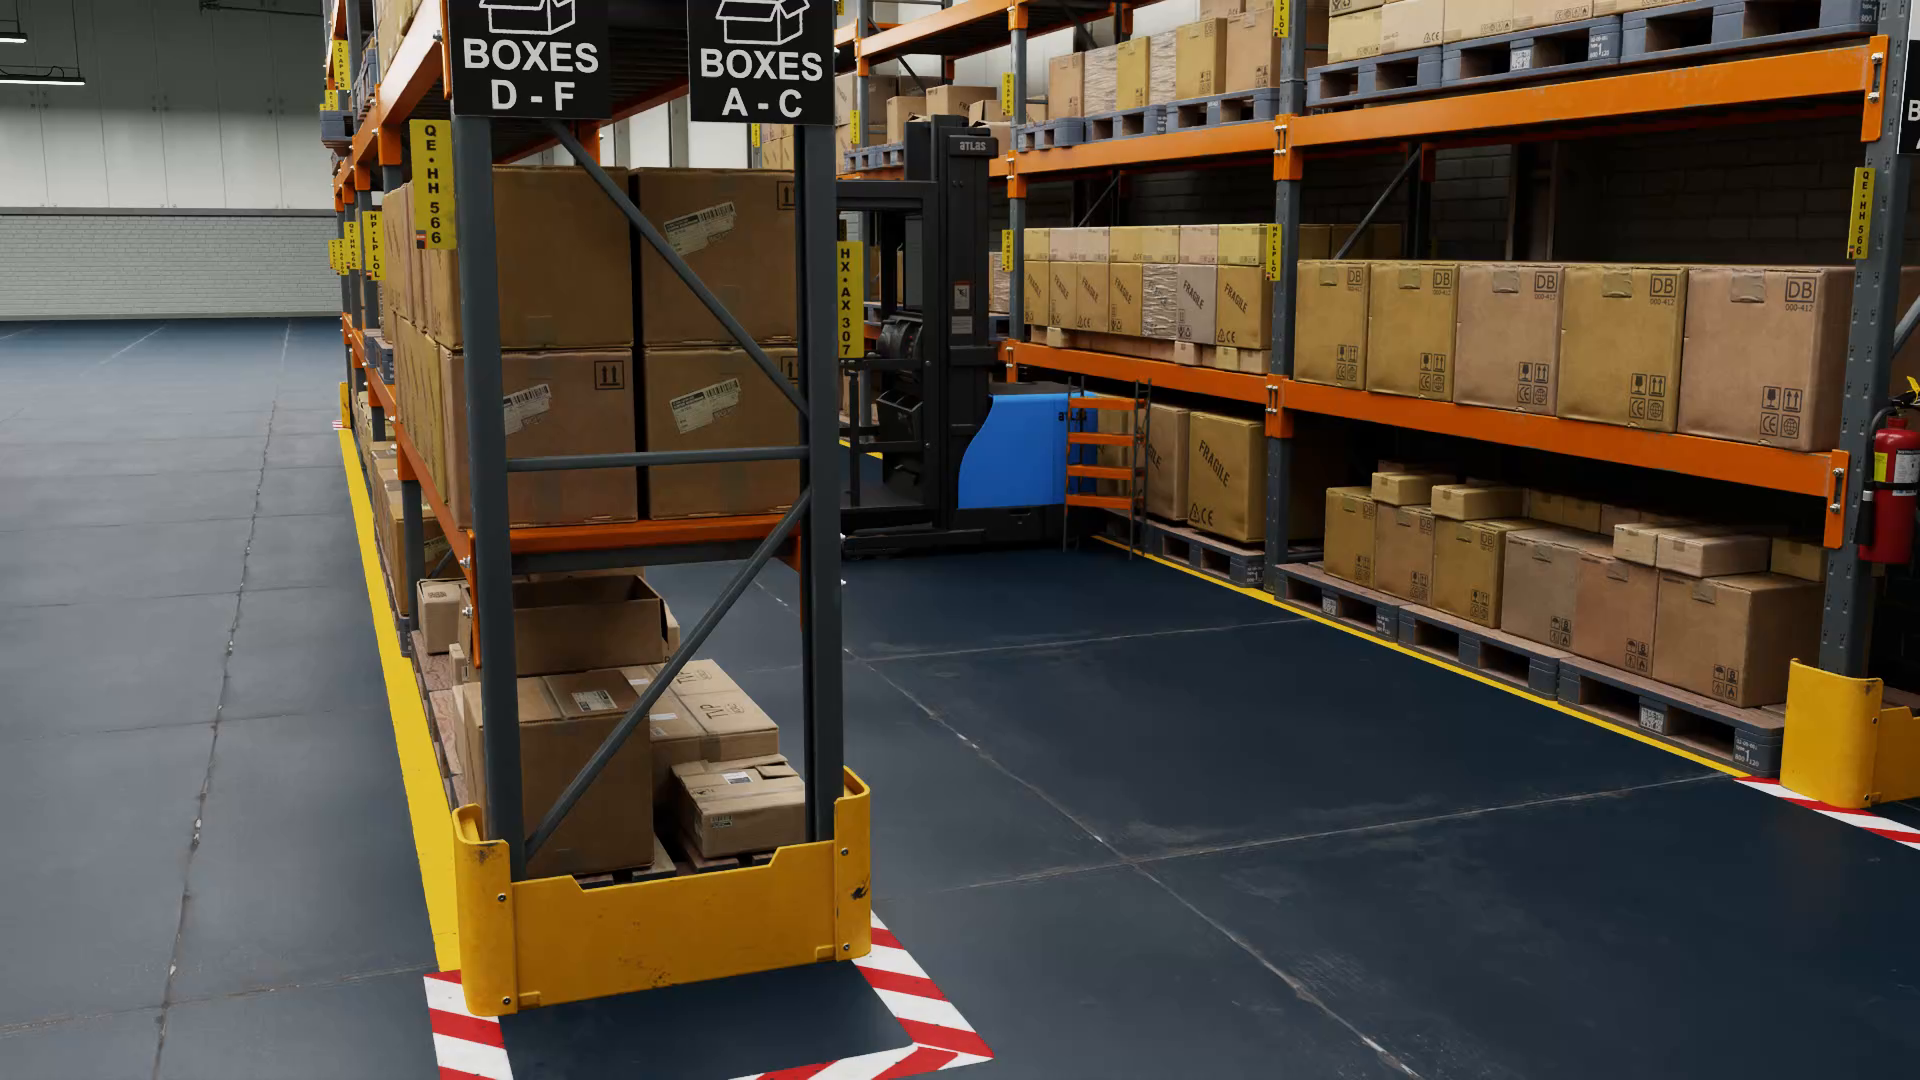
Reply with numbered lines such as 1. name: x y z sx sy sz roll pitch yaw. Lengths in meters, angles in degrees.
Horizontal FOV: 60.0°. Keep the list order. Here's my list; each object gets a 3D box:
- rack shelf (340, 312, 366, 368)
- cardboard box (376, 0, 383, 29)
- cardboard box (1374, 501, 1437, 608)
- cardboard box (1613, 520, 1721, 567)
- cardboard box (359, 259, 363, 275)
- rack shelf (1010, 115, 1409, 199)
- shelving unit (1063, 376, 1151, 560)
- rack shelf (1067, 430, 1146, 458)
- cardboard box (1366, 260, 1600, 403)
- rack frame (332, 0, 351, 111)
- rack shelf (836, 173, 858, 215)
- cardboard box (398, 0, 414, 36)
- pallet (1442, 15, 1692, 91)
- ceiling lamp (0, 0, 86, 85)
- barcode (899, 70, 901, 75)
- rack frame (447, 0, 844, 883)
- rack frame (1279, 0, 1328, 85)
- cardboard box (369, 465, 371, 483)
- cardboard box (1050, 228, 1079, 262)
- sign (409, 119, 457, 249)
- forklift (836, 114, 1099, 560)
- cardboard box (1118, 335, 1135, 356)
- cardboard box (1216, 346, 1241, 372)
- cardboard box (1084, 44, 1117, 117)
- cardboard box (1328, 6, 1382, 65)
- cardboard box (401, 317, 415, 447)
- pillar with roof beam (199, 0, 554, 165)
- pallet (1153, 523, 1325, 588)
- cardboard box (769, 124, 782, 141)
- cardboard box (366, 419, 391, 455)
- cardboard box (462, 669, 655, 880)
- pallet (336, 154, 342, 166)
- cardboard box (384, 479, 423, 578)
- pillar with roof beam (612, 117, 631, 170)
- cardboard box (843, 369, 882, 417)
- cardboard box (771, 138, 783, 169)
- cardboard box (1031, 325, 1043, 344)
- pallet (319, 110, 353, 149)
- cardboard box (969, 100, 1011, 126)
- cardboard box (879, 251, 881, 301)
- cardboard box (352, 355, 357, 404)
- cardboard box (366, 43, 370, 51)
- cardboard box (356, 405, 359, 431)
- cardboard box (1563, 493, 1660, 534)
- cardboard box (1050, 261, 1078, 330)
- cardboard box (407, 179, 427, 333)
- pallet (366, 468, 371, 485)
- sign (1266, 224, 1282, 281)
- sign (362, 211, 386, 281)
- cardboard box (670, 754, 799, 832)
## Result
1. rack shelf: -5.900 -2.148 17.486 1.077 0.370 4.000 -4 11 -21
2. cardboard box: -2.331 -2.424 7.418 0.500 0.250 0.500 -4 11 -21
3. cardboard box: 2.694 0.050 9.014 0.700 0.500 0.500 -4 11 -21
4. cardboard box: 3.132 0.013 7.366 0.380 0.149 0.250 -4 11 -19
5. cardboard box: -5.473 -2.575 15.695 0.380 0.149 0.250 -4 11 -21
6. rack shelf: 1.615 -2.634 11.653 1.077 0.370 4.000 -4 11 -21
7. shelving unit: 0.994 -0.498 11.259 0.503 1.200 0.258 5 9 28
8. rack shelf: 0.998 -0.653 11.237 0.480 0.148 0.258 5 9 28
9. cardboard box: 2.780 -1.124 8.816 0.980 0.700 0.700 -4 11 -22
10. rack frame: -5.175 -5.130 15.062 1.000 3.000 0.127 -4 11 -21
11. rack shelf: -1.284 -3.940 18.994 1.077 0.370 4.000 -4 11 -21
12. cardboard box: -1.623 -1.850 5.621 0.500 0.250 0.500 -4 11 -21
13. pallet: 3.065 -2.285 7.890 1.003 0.211 1.213 -4 11 -21
14. ceiling lamp: -21.885 -12.397 39.253 2.000 3.185 0.800 -4 11 -21
15. barcode: -0.662 -5.157 18.358 0.001 0.075 0.075 -4 11 -21
16. rack frame: -0.827 -0.217 4.576 1.000 3.000 0.127 -4 11 -21
17. rack frame: 2.339 -4.139 9.492 1.000 3.000 0.127 -4 11 -21
18. cardboard box: -4.513 -0.613 13.451 0.500 0.250 0.500 -4 11 -20
19. cardboard box: 1.010 -2.235 12.584 0.500 0.250 0.500 -4 11 -22
20. sign: -1.351 -0.911 4.267 0.100 0.325 0.005 -4 11 -21
21. forklift: -0.598 -1.410 11.476 3.031 2.935 1.130 -3 11 -17
22. cardboard box: 1.359 -1.406 11.920 0.380 0.149 0.250 -4 11 -21
23. cardboard box: 1.840 -1.148 10.470 0.380 0.149 0.250 -4 11 -20
24. cardboard box: 1.360 -3.422 12.486 0.700 0.500 0.500 -5 11 -24
25. cardboard box: 2.344 -2.715 8.994 0.500 0.250 0.500 -4 11 -21
26. cardboard box: -1.978 -0.654 6.744 0.500 0.500 0.500 -4 11 -21
27. pillar with roof beam: -15.833 -10.662 46.163 9.100 9.000 0.548 -4 11 -21
28. pallet: 1.990 0.067 10.943 1.003 0.211 1.213 -4 11 -21
29. cardboard box: -1.961 -5.009 19.750 0.500 0.500 0.500 -4 11 -22
30. cardboard box: -4.339 -0.806 12.939 0.500 0.311 0.500 -4 11 -22
31. cardboard box: -1.253 0.724 5.167 0.500 0.500 0.500 -4 11 -21
32. pallet: -5.508 -3.747 16.106 1.003 0.211 1.213 -4 11 -21
33. cardboard box: -3.075 -0.081 9.694 0.500 0.500 0.500 -4 11 -20
34. pillar with roof beam: -11.484 -8.703 35.151 9.100 9.000 0.548 -4 11 -21
35. cardboard box: -0.973 -1.644 18.477 0.500 0.500 0.500 -5 11 -25
36. cardboard box: -1.959 -4.519 19.854 0.500 0.500 0.500 -3 11 -17
37. cardboard box: 0.793 -1.656 13.323 0.380 0.149 0.250 -4 11 -22
38. pallet: -4.055 -3.012 12.262 1.213 0.211 1.003 -3 11 -18
39. cardboard box: 0.507 -3.593 14.637 0.797 0.503 0.637 -2 10 -13
40. cardboard box: -0.407 -2.671 16.832 0.700 0.500 0.500 -4 11 -21
41. cardboard box: -6.097 -1.704 17.448 0.500 0.500 0.500 -4 11 -21
42. cardboard box: -4.760 -3.960 14.141 0.500 0.500 0.500 -3 10 -15
43. cardboard box: -5.914 -1.254 17.055 0.500 0.250 0.500 -4 11 -21
44. cardboard box: 3.213 -0.135 8.198 0.380 0.149 0.250 -4 11 -20
45. cardboard box: 1.009 -1.862 12.630 0.500 0.500 0.500 -4 11 -19
46. cardboard box: -1.620 -0.981 5.727 0.500 0.500 0.500 -4 11 -19
47. pallet: -4.872 -0.685 15.170 1.003 0.211 1.213 -4 11 -21
48. sign: 1.837 -1.680 9.720 0.100 0.325 0.005 -4 11 -21
49. sign: -2.792 -1.404 7.944 0.100 0.325 0.005 -4 11 -21
50. cardboard box: -0.749 0.830 5.522 0.380 0.166 0.250 -4 11 -21
